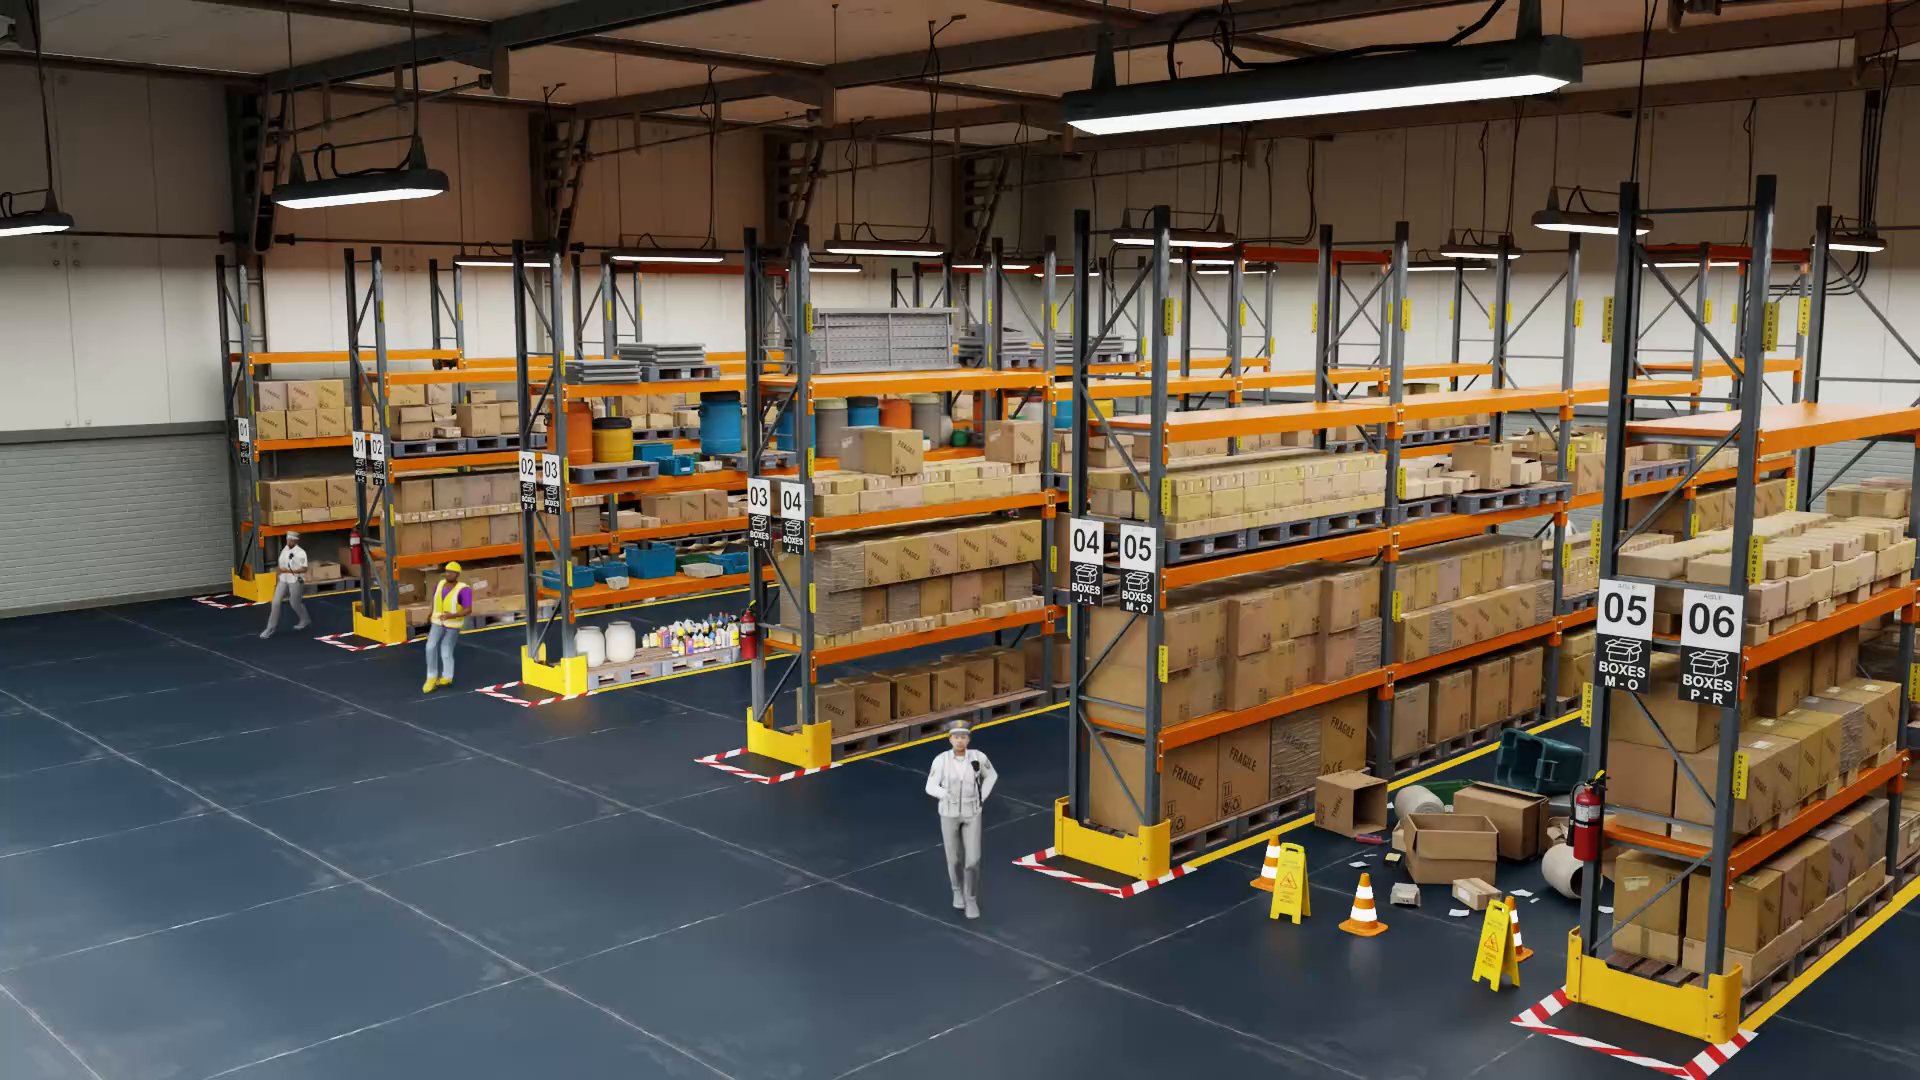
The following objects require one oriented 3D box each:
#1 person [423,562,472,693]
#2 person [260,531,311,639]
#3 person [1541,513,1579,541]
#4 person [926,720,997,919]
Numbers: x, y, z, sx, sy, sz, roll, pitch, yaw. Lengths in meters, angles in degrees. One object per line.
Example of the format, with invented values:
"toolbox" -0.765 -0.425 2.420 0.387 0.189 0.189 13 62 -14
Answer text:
"person" -6.866 1.149 22.287 0.712 1.714 0.690 1 8 6
"person" -10.447 0.663 25.994 0.656 1.661 0.871 3 9 20
"person" 10.462 0.239 28.924 0.692 1.701 0.523 1 8 5
"person" 0.015 2.373 14.093 0.610 1.733 0.615 0 8 0
